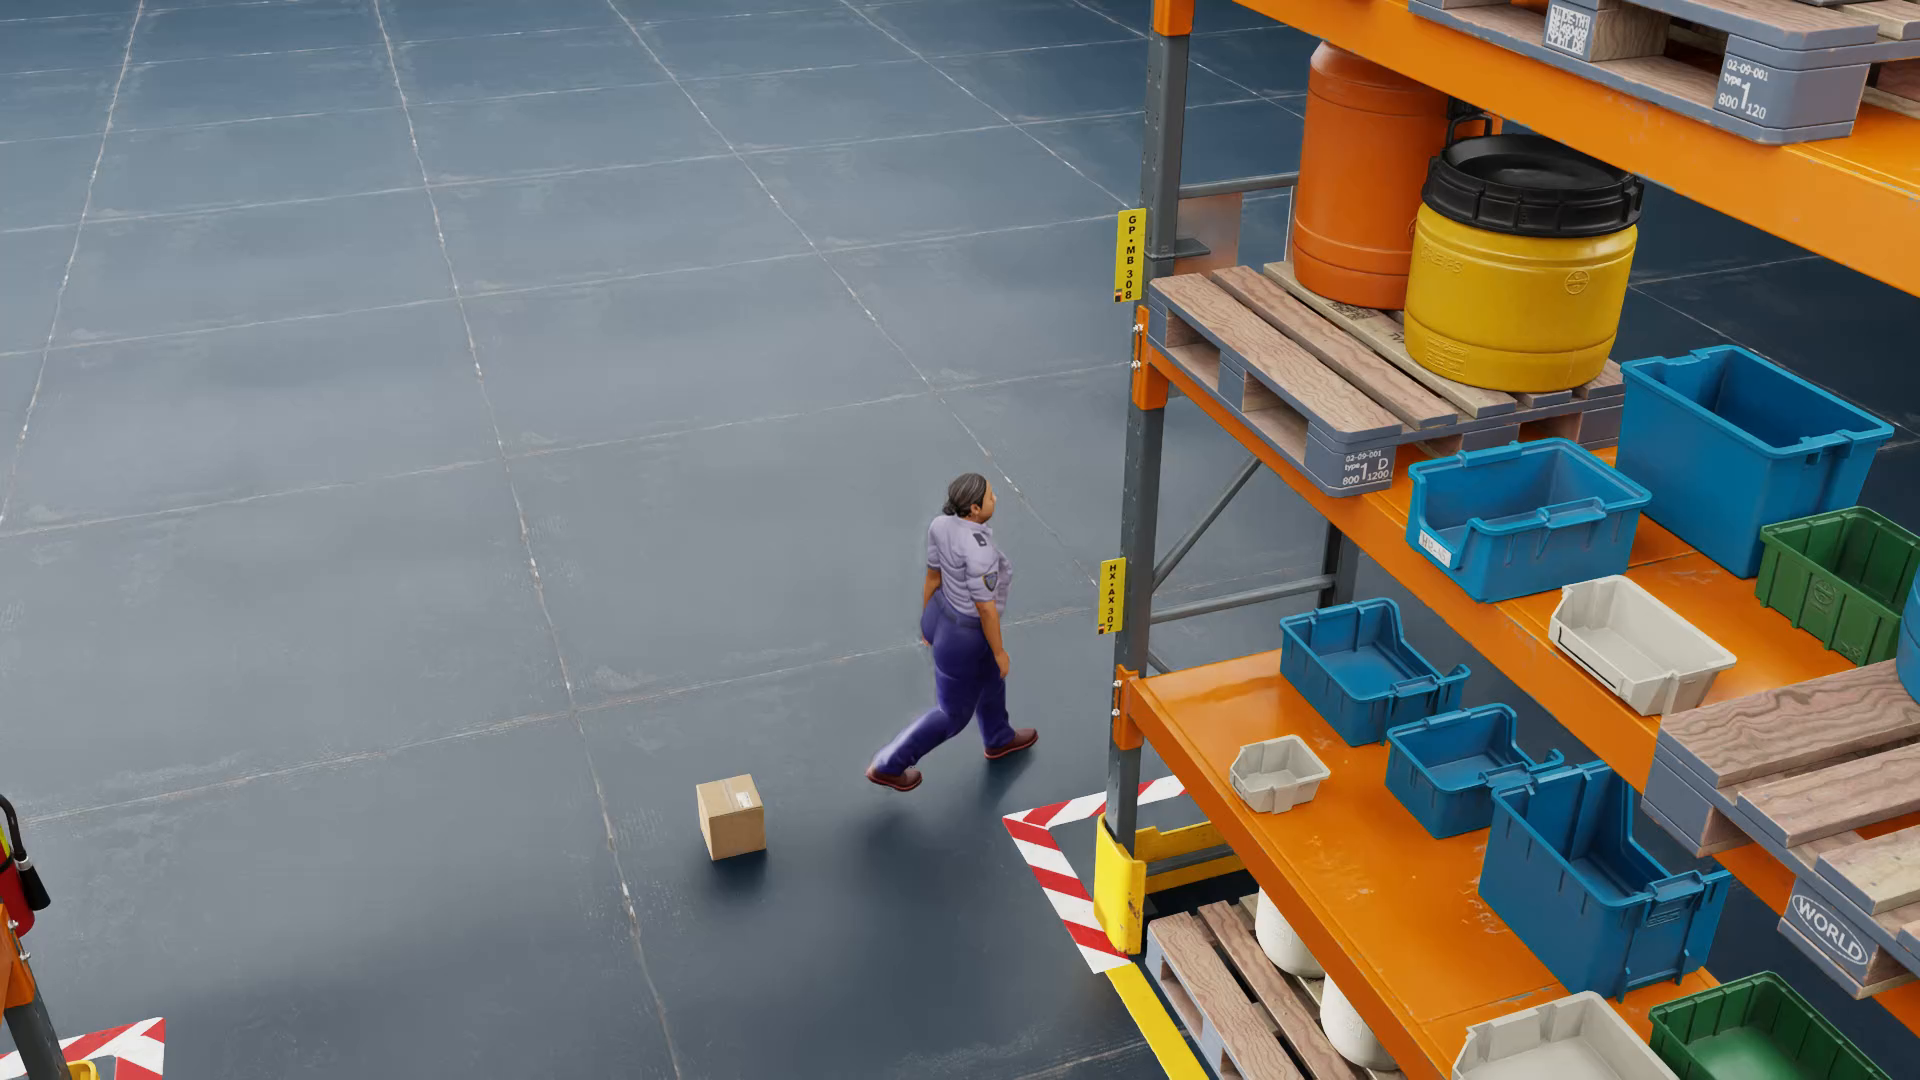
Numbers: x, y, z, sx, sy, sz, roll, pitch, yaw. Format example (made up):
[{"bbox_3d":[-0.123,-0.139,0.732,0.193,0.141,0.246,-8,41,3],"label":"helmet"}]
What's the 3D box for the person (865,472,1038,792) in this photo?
[{"bbox_3d":[-0.017,0.438,7.600,0.957,1.598,0.489,-12,32,-20],"label":"person"}]
